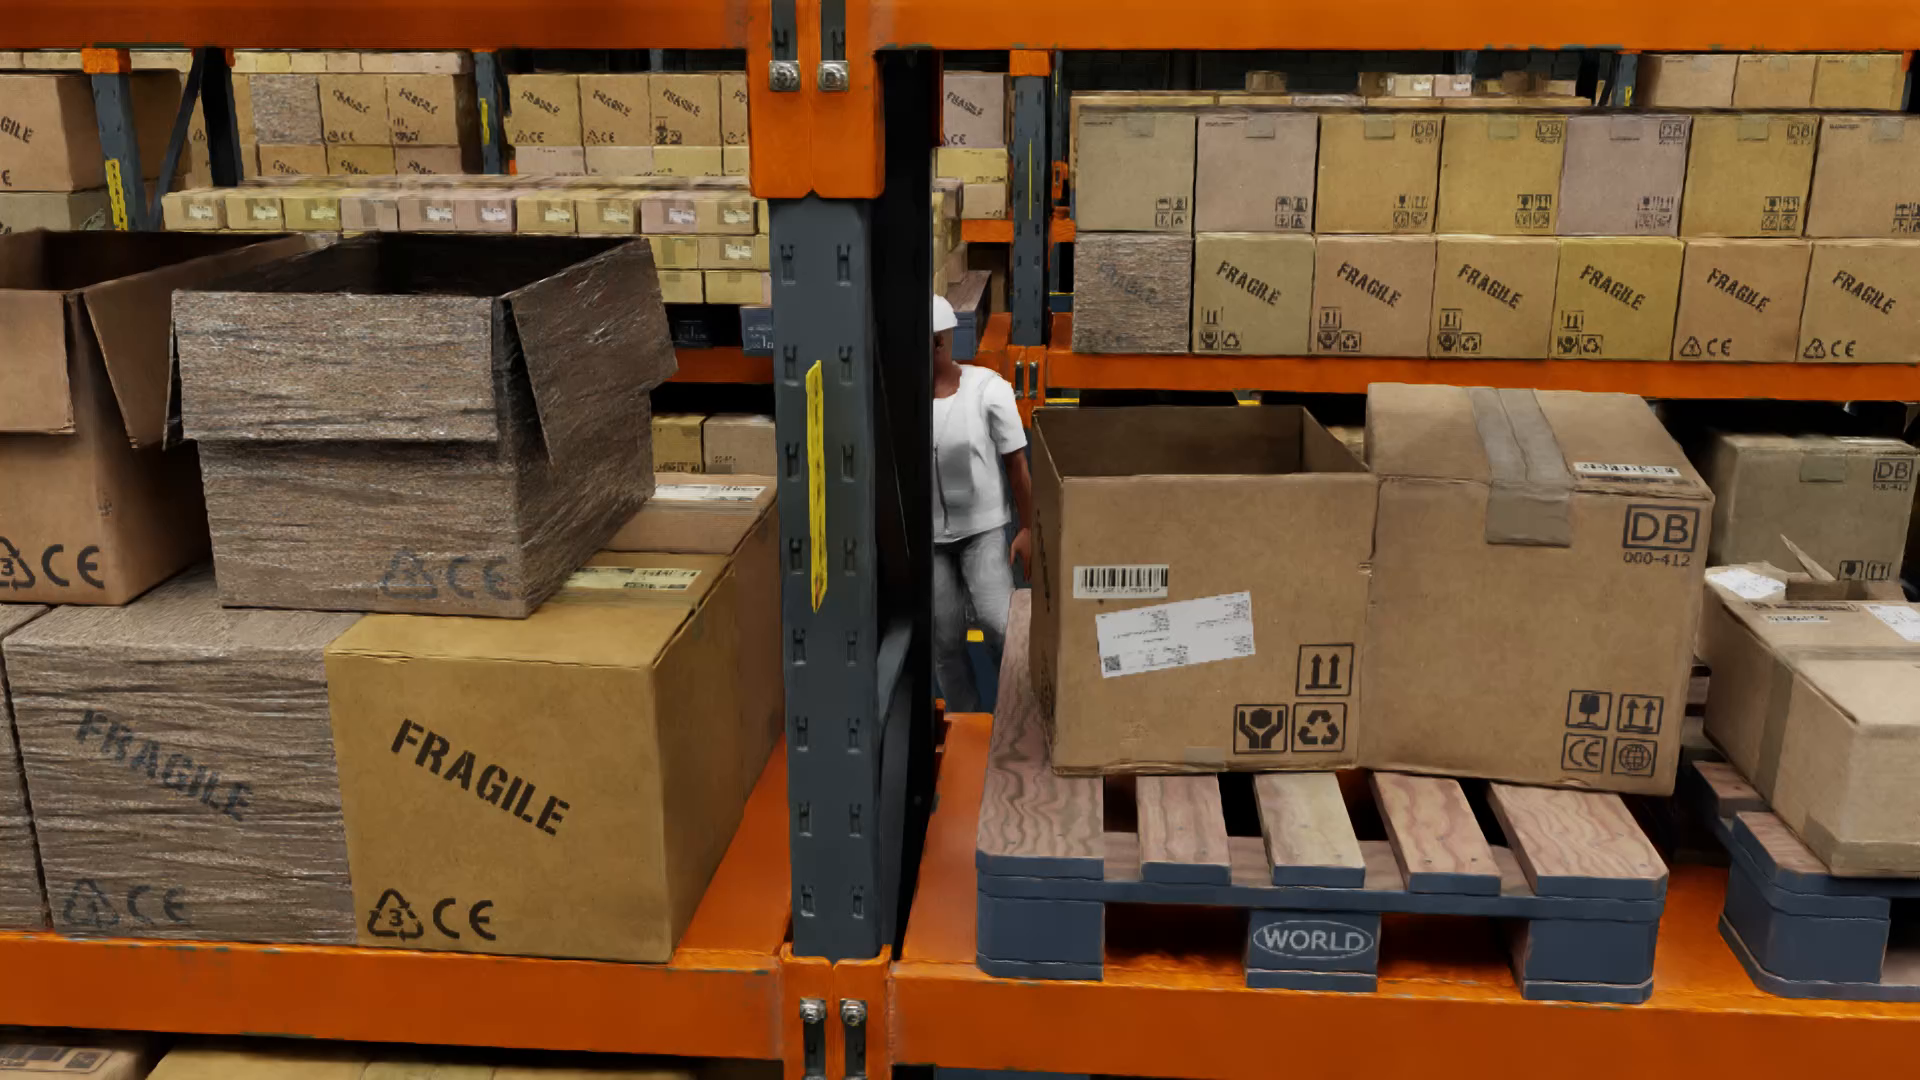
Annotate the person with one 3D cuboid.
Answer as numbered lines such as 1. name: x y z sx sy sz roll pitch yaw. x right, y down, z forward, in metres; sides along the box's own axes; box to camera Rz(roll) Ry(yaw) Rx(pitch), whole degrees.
1. person: 0.003 -0.012 6.072 0.700 1.753 0.434 1 17 4
